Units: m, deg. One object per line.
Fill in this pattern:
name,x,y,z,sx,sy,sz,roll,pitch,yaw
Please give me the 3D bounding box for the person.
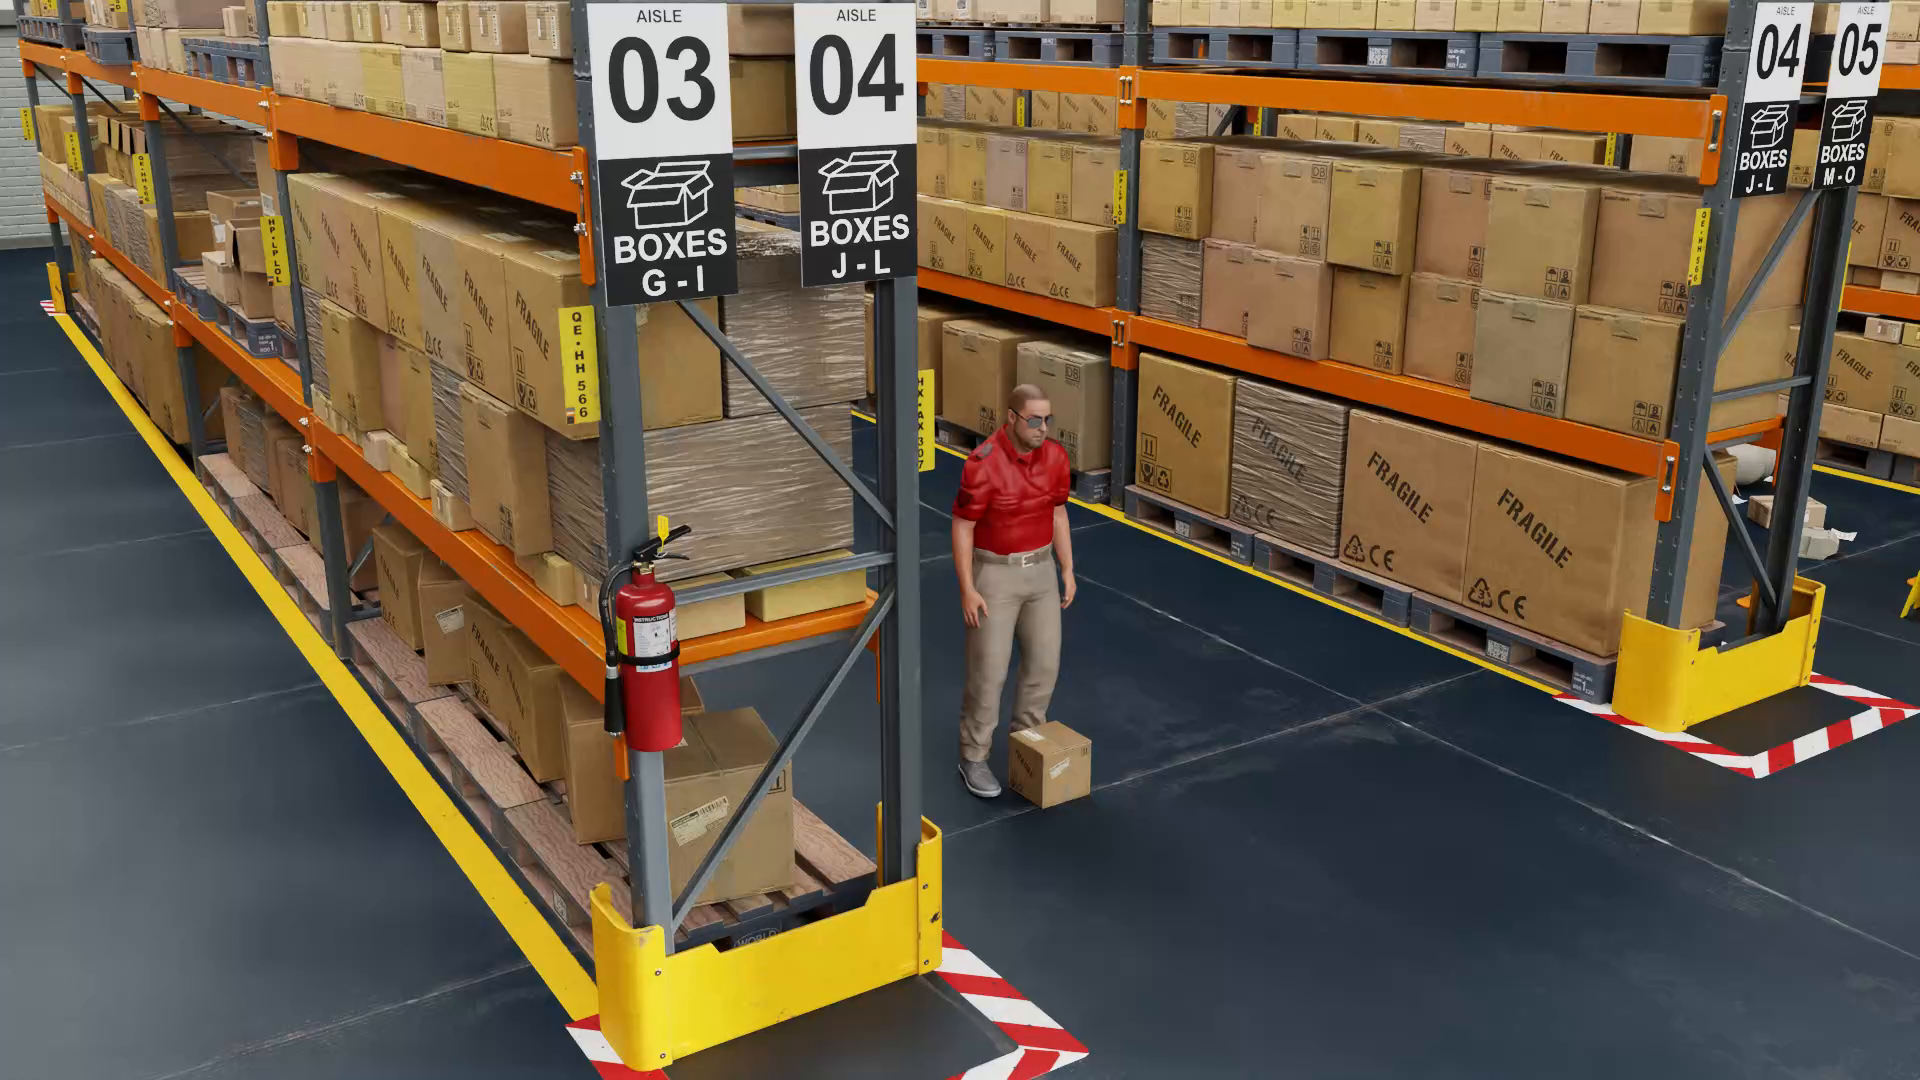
person,0.234,0.182,7.013,0.585,1.727,0.392,-11,21,-31
